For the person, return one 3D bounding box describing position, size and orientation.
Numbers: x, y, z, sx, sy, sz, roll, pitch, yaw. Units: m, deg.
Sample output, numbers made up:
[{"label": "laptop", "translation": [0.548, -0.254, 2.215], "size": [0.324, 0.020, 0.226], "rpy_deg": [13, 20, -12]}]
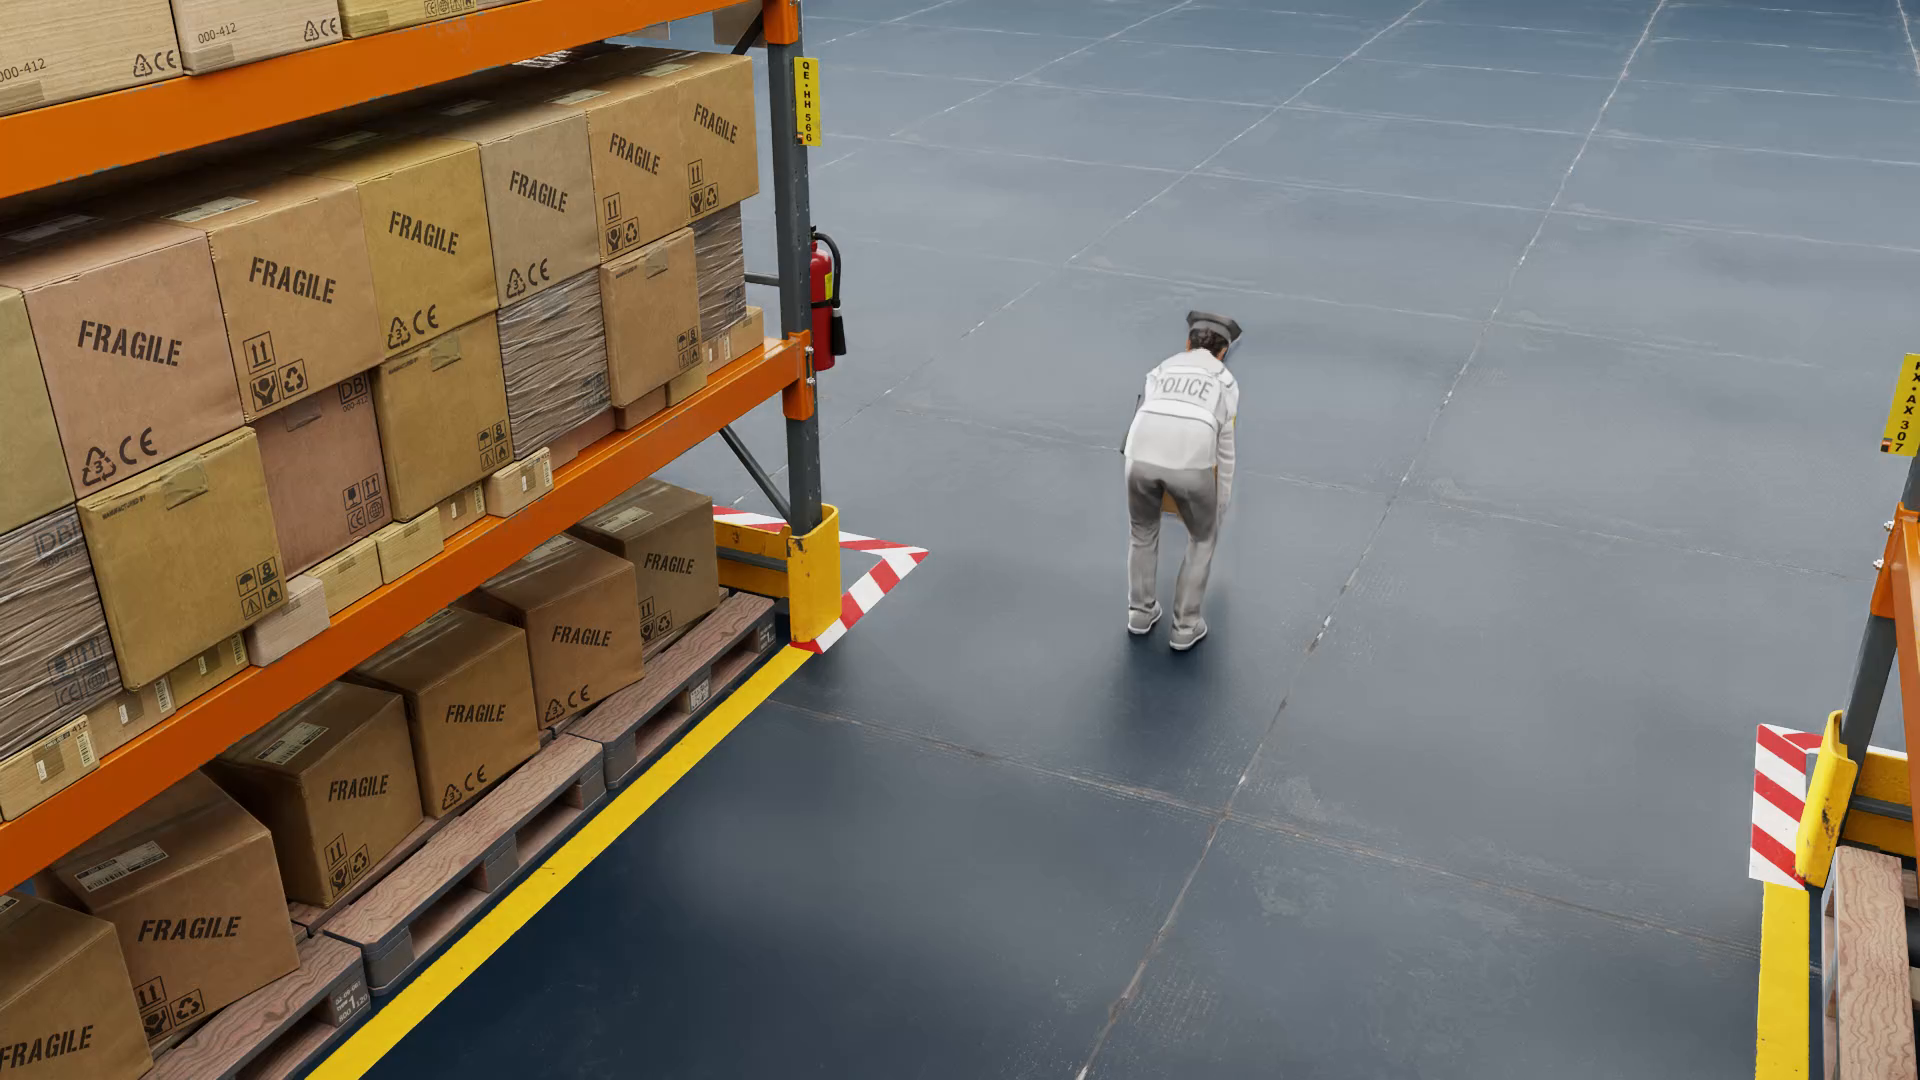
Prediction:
[{"label": "person", "translation": [0.952, -0.270, 7.070], "size": [0.409, 1.306, 0.886], "rpy_deg": [11, 28, 21]}]
